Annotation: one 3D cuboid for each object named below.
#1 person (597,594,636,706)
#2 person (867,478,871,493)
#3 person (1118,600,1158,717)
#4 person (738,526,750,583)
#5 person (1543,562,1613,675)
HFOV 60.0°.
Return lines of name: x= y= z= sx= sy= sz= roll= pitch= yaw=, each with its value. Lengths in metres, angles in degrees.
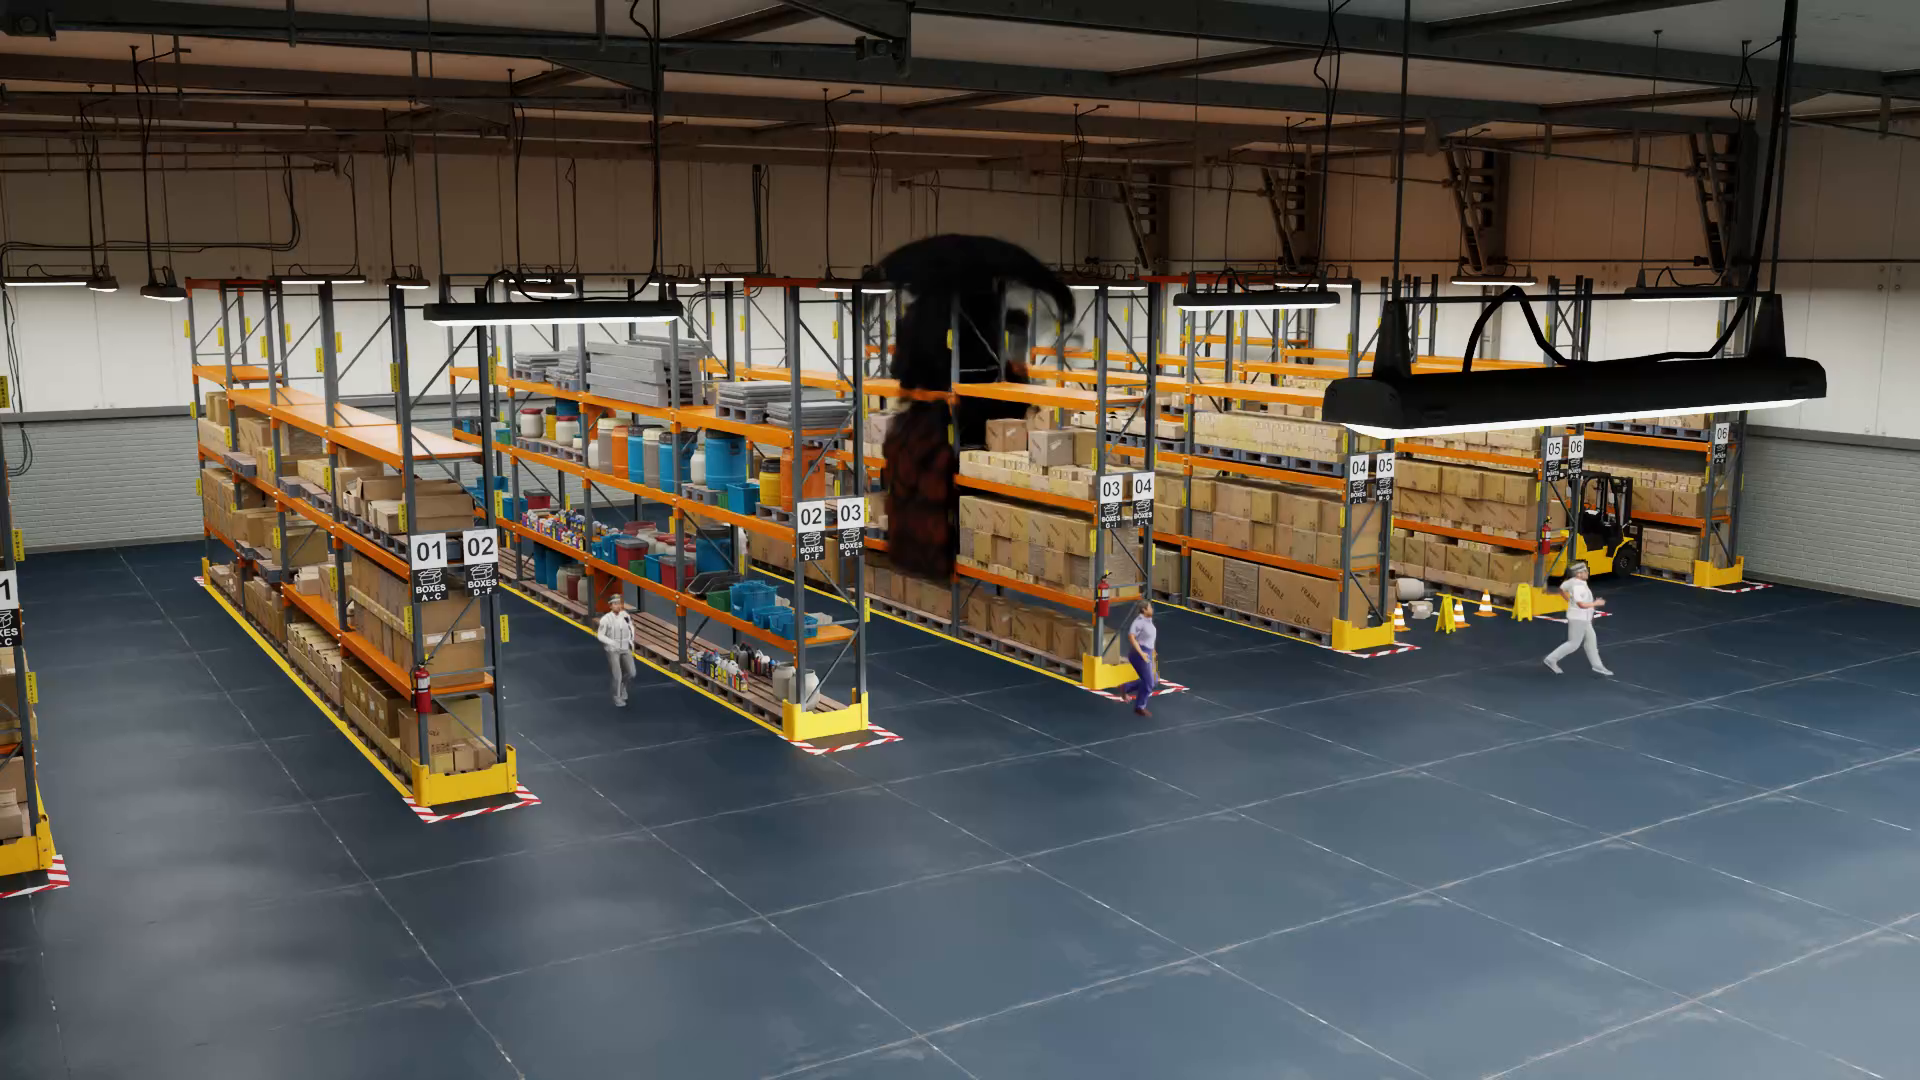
person: x=-4.834 y=1.573 z=23.661 sx=0.589 sy=1.648 sz=0.528 roll=-7 pitch=12 yaw=-34
person: x=-2.300 y=-0.878 z=38.215 sx=0.689 sy=1.773 sz=0.721 roll=-5 pitch=11 yaw=-26
person: x=2.547 y=1.647 z=23.546 sx=0.554 sy=1.599 sz=0.644 roll=4 pitch=10 yaw=23
person: x=-4.229 y=0.271 z=31.397 sx=0.587 sy=1.672 sz=0.580 roll=-8 pitch=12 yaw=-38
person: x=9.511 y=1.202 z=25.460 sx=1.036 sy=1.761 sz=0.671 roll=3 pitch=10 yaw=16
